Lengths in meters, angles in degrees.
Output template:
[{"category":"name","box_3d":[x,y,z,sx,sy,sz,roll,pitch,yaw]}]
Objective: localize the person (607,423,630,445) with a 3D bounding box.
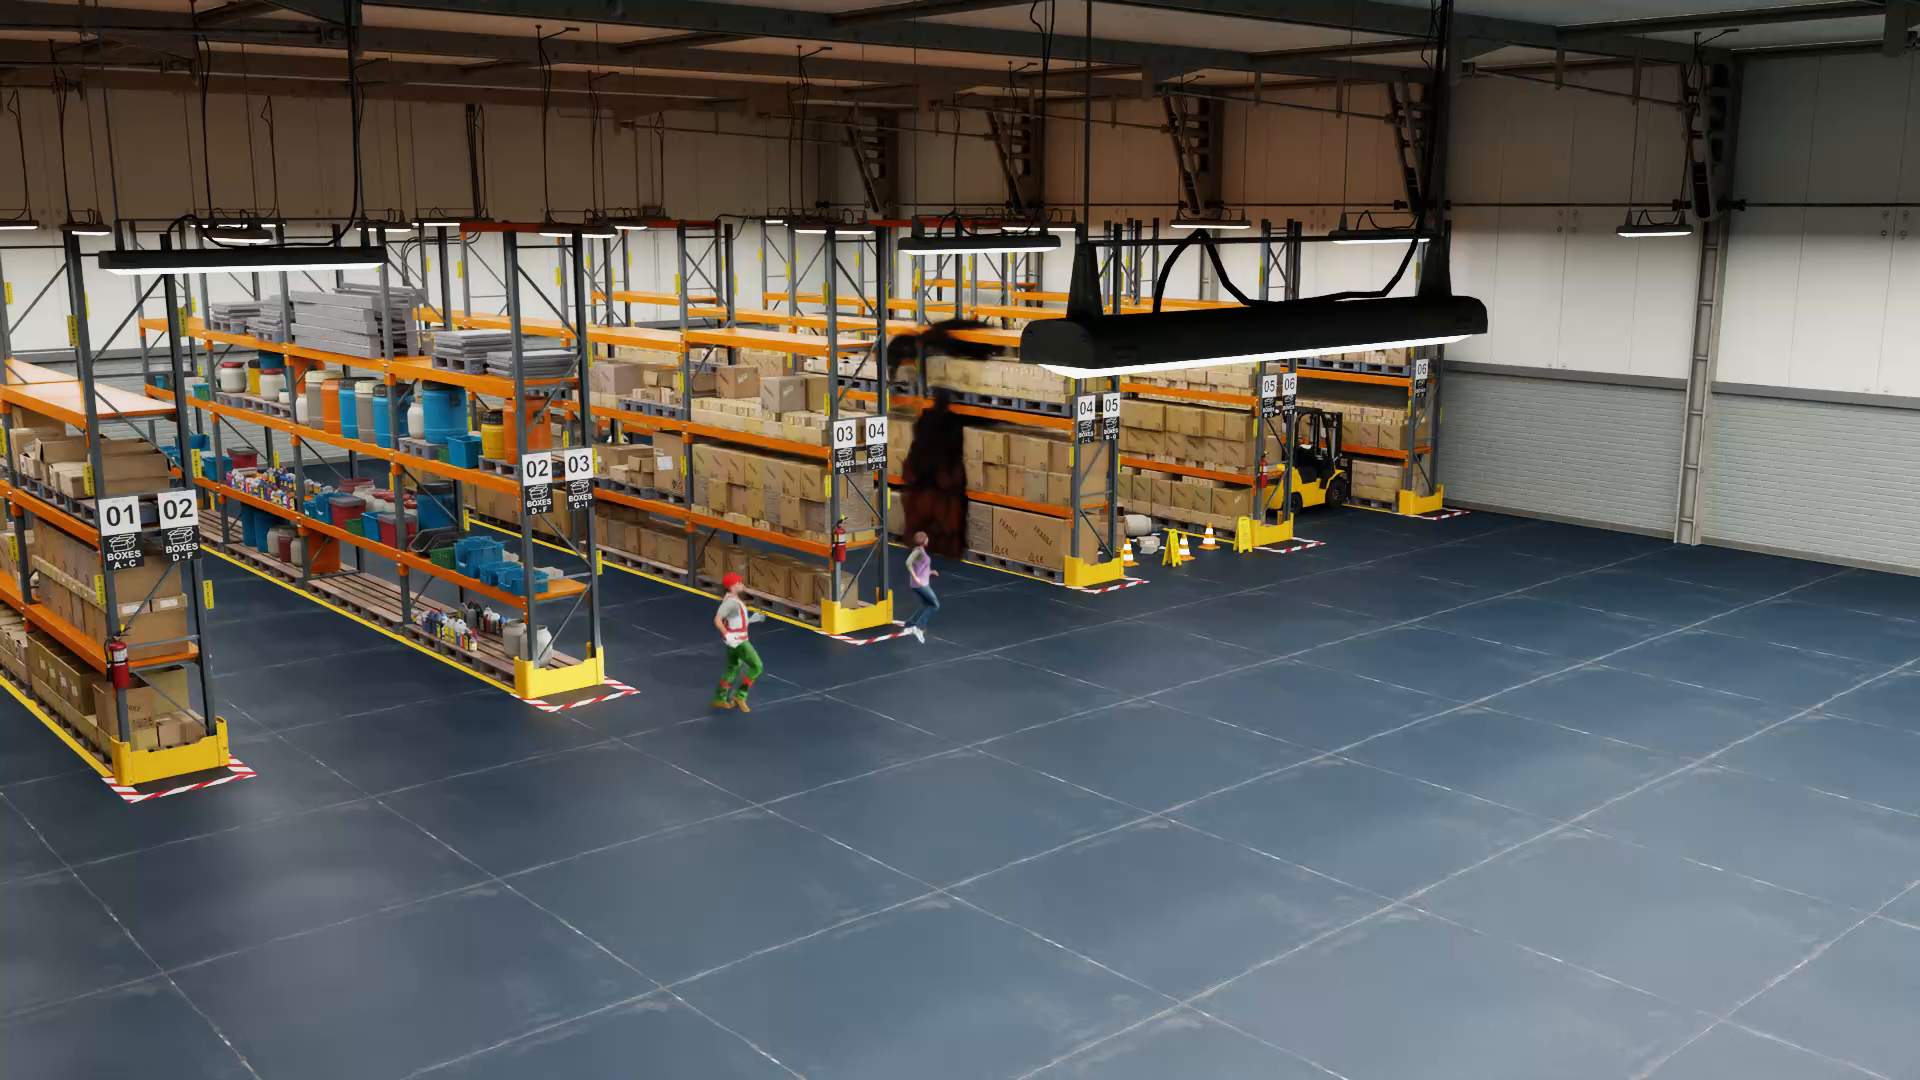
[{"category":"person","box_3d":[-7.442,-1.744,36.384,0.583,1.662,0.558,-8,14,-35]}]

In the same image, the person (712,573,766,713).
[{"category":"person","box_3d":[-2.786,1.294,20.945,0.710,1.797,0.642,-2,12,-12]}]

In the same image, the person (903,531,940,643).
[{"category":"person","box_3d":[-0.565,0.660,23.801,0.525,1.574,0.556,-2,12,-8]}]
